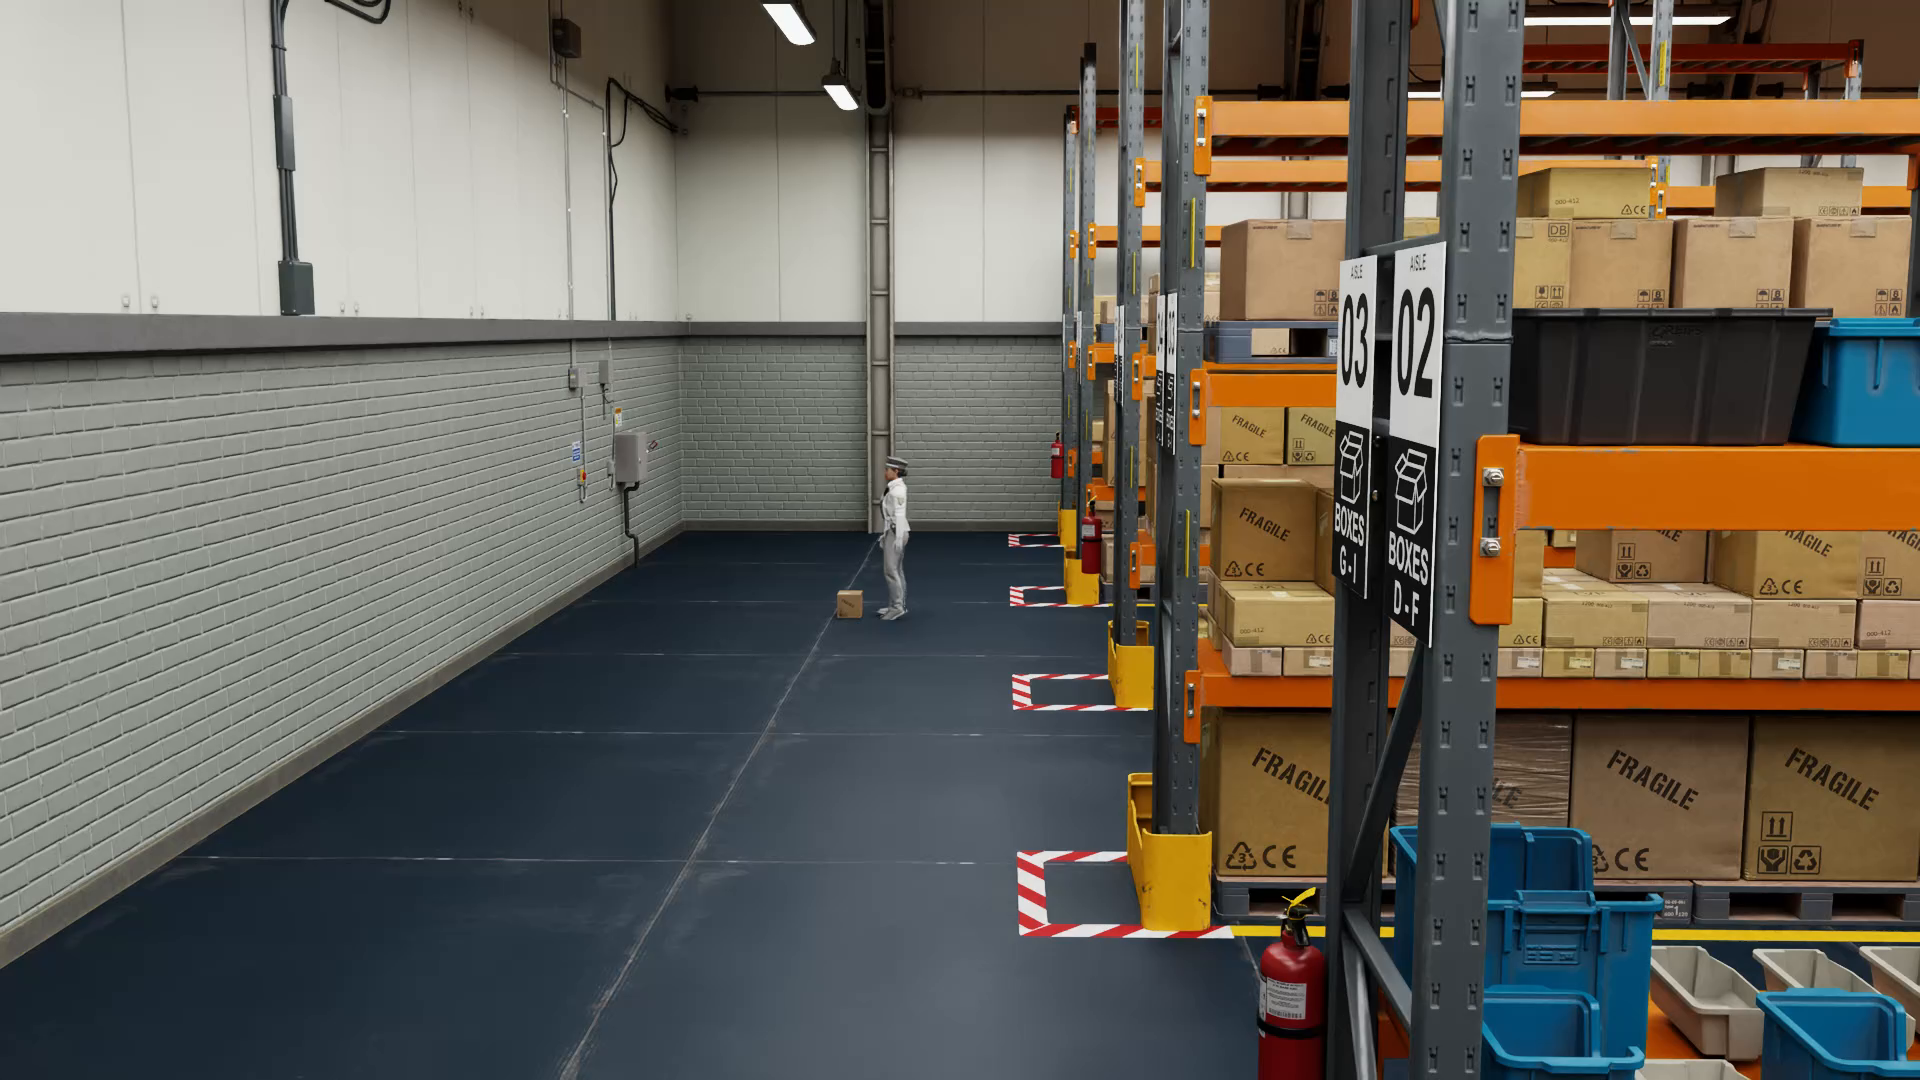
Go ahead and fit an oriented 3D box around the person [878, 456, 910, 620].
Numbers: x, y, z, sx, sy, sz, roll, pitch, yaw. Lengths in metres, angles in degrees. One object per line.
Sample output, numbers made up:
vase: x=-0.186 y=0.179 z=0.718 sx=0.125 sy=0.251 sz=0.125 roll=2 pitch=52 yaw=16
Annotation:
person: x=-0.694 y=-0.013 z=17.426 sx=0.336 sy=1.738 sz=0.500 roll=-1 pitch=7 yaw=-6
